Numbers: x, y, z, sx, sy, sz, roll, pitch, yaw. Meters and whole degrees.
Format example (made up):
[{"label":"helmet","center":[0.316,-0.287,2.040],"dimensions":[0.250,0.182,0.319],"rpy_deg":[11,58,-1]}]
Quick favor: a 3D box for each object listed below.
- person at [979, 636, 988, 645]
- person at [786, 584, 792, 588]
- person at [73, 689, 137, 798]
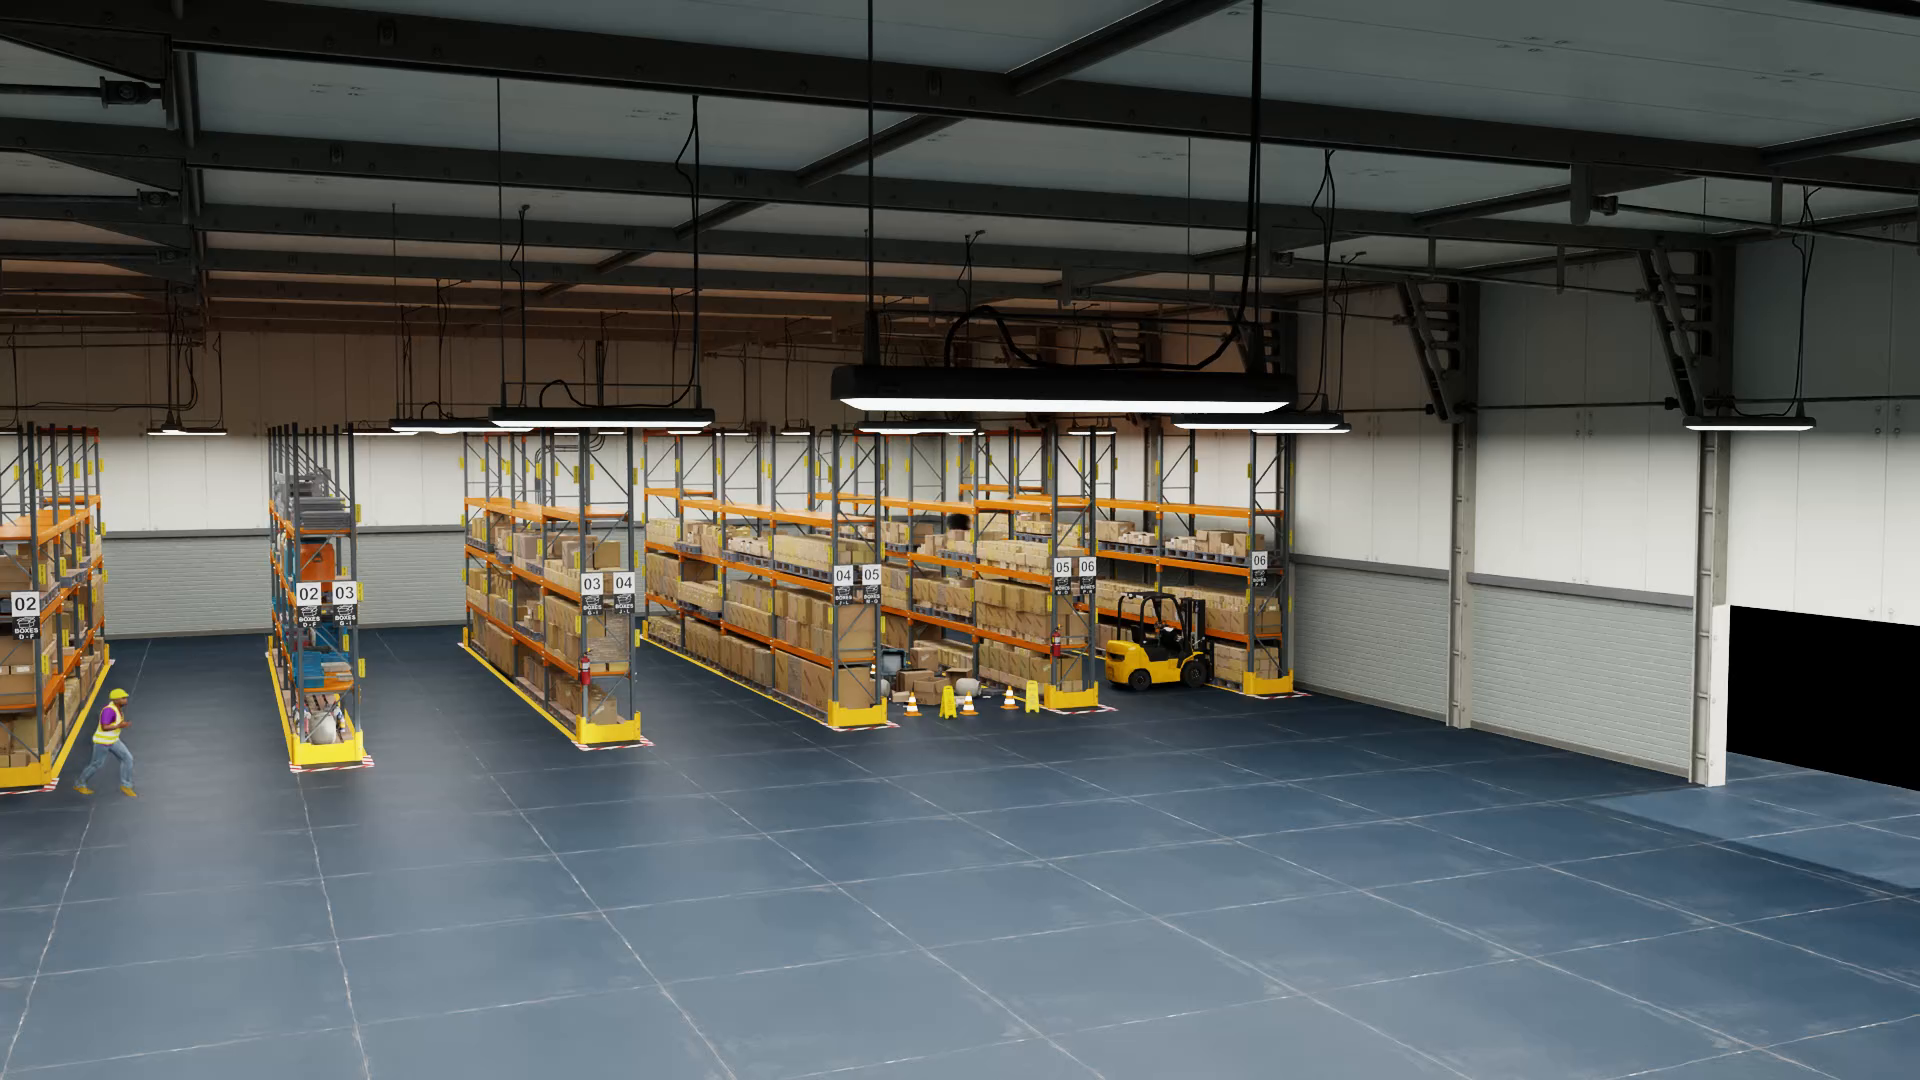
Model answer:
[{"label":"person","center":[0.646,2.219,43.477],"dimensions":[0.714,1.725,0.638],"rpy_deg":[-2,4,-26]},{"label":"person","center":[-4.701,2.063,46.441],"dimensions":[0.934,1.629,0.655],"rpy_deg":[2,4,31]},{"label":"person","center":[-13.589,3.251,26.377],"dimensions":[0.962,1.773,0.668],"rpy_deg":[0,3,0]}]
